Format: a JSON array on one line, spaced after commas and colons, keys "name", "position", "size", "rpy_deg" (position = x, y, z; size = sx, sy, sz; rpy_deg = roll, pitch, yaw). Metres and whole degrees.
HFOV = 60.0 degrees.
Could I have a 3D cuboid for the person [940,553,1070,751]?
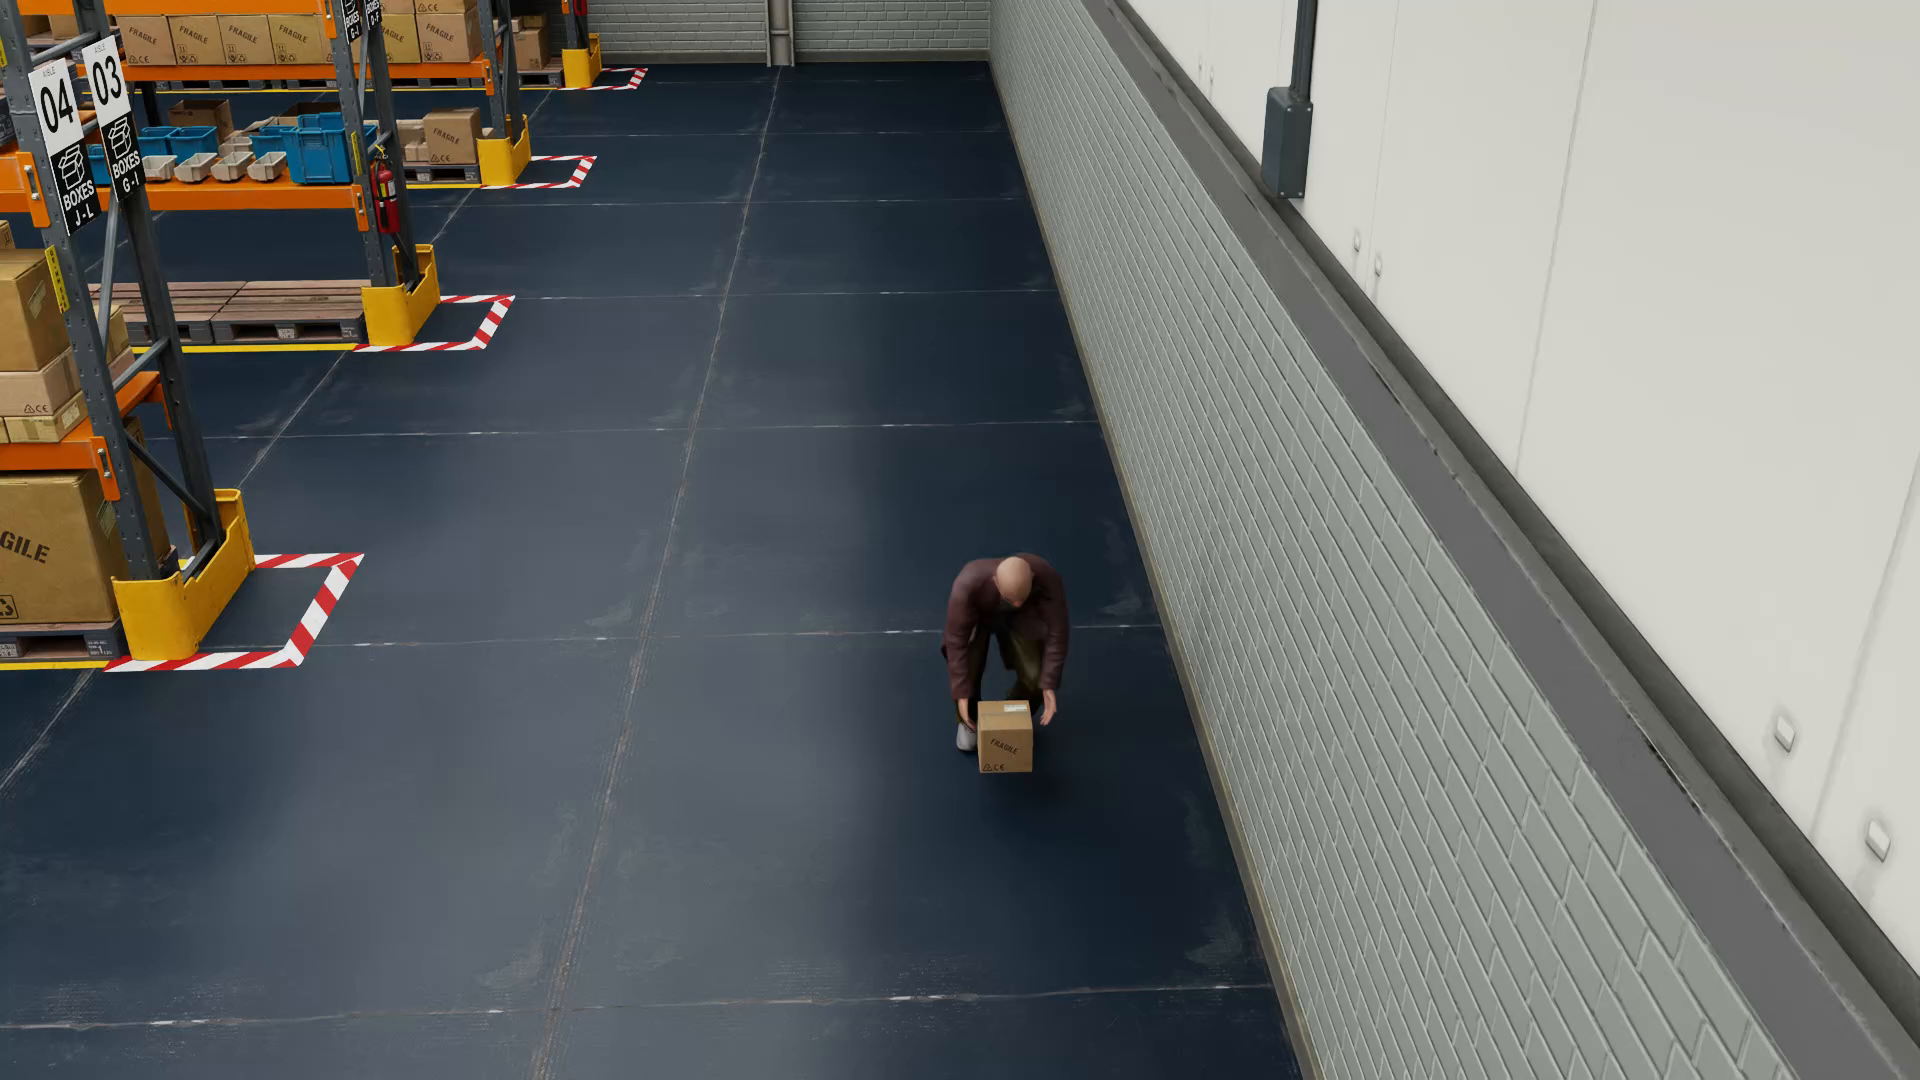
[{"name": "person", "position": [0.213, 0.495, 8.282], "size": [0.630, 1.222, 0.808], "rpy_deg": [-1, 27, -3]}]
